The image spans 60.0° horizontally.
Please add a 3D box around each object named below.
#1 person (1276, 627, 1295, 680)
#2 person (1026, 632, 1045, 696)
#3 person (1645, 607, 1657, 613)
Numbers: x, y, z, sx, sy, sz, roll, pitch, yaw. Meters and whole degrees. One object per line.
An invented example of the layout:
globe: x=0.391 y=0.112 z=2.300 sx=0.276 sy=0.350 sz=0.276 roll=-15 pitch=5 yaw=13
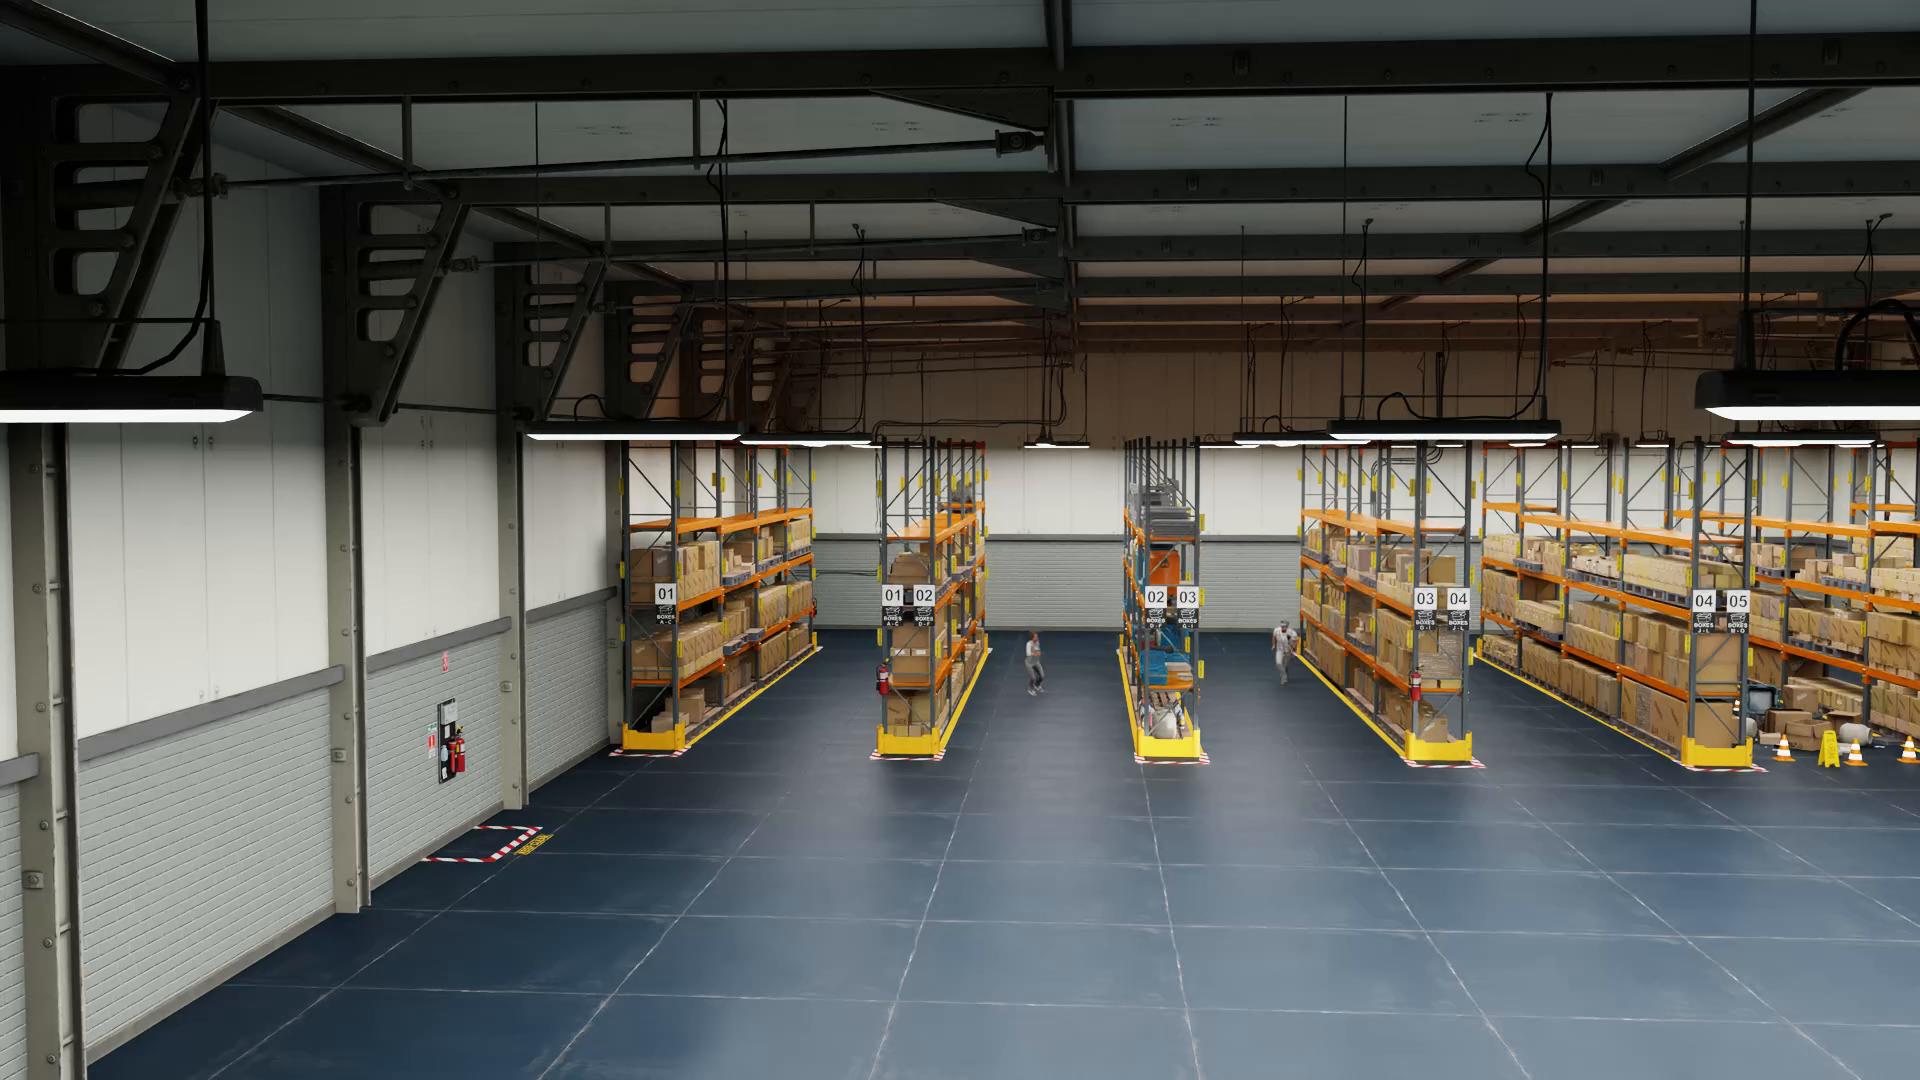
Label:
person: x=8.070 y=2.775 z=41.155 sx=0.462 sy=1.303 sz=0.911 roll=1 pitch=3 yaw=16
person: x=1.774 y=2.913 z=38.788 sx=0.558 sy=1.501 sz=0.763 roll=-2 pitch=3 yaw=-26
person: x=19.727 y=2.351 z=47.481 sx=0.864 sy=1.703 sz=0.579 roll=0 pitch=3 yaw=0
